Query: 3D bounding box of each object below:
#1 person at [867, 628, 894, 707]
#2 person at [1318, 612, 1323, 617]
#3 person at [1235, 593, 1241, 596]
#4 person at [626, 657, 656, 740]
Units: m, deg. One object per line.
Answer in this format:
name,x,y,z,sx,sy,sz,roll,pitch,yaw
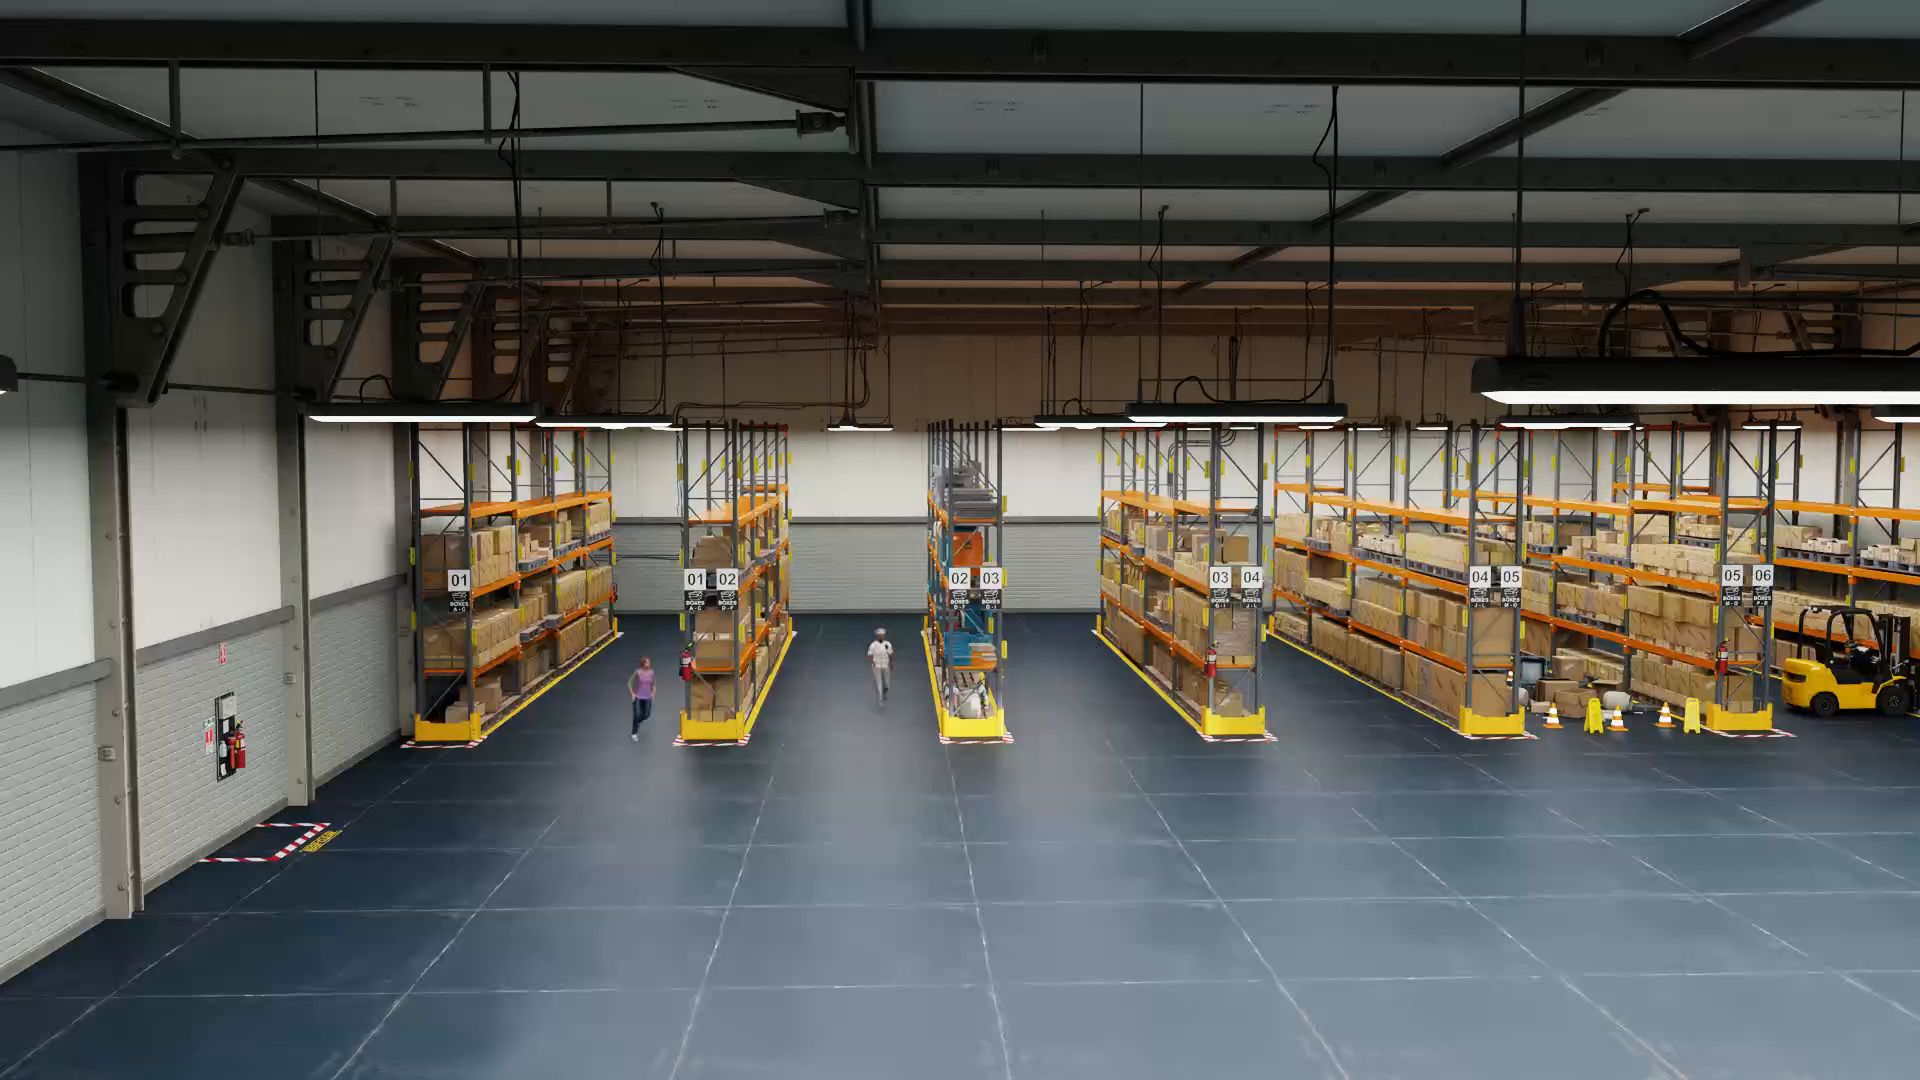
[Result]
person,-1.660,2.669,34.825,0.573,1.645,0.583,-1,4,-10
person,10.821,1.655,49.236,0.993,1.787,0.682,0,4,-5
person,7.712,1.877,47.245,0.704,1.647,0.560,1,4,19
person,-5.971,2.971,31.240,0.585,1.553,0.504,-2,4,-26
